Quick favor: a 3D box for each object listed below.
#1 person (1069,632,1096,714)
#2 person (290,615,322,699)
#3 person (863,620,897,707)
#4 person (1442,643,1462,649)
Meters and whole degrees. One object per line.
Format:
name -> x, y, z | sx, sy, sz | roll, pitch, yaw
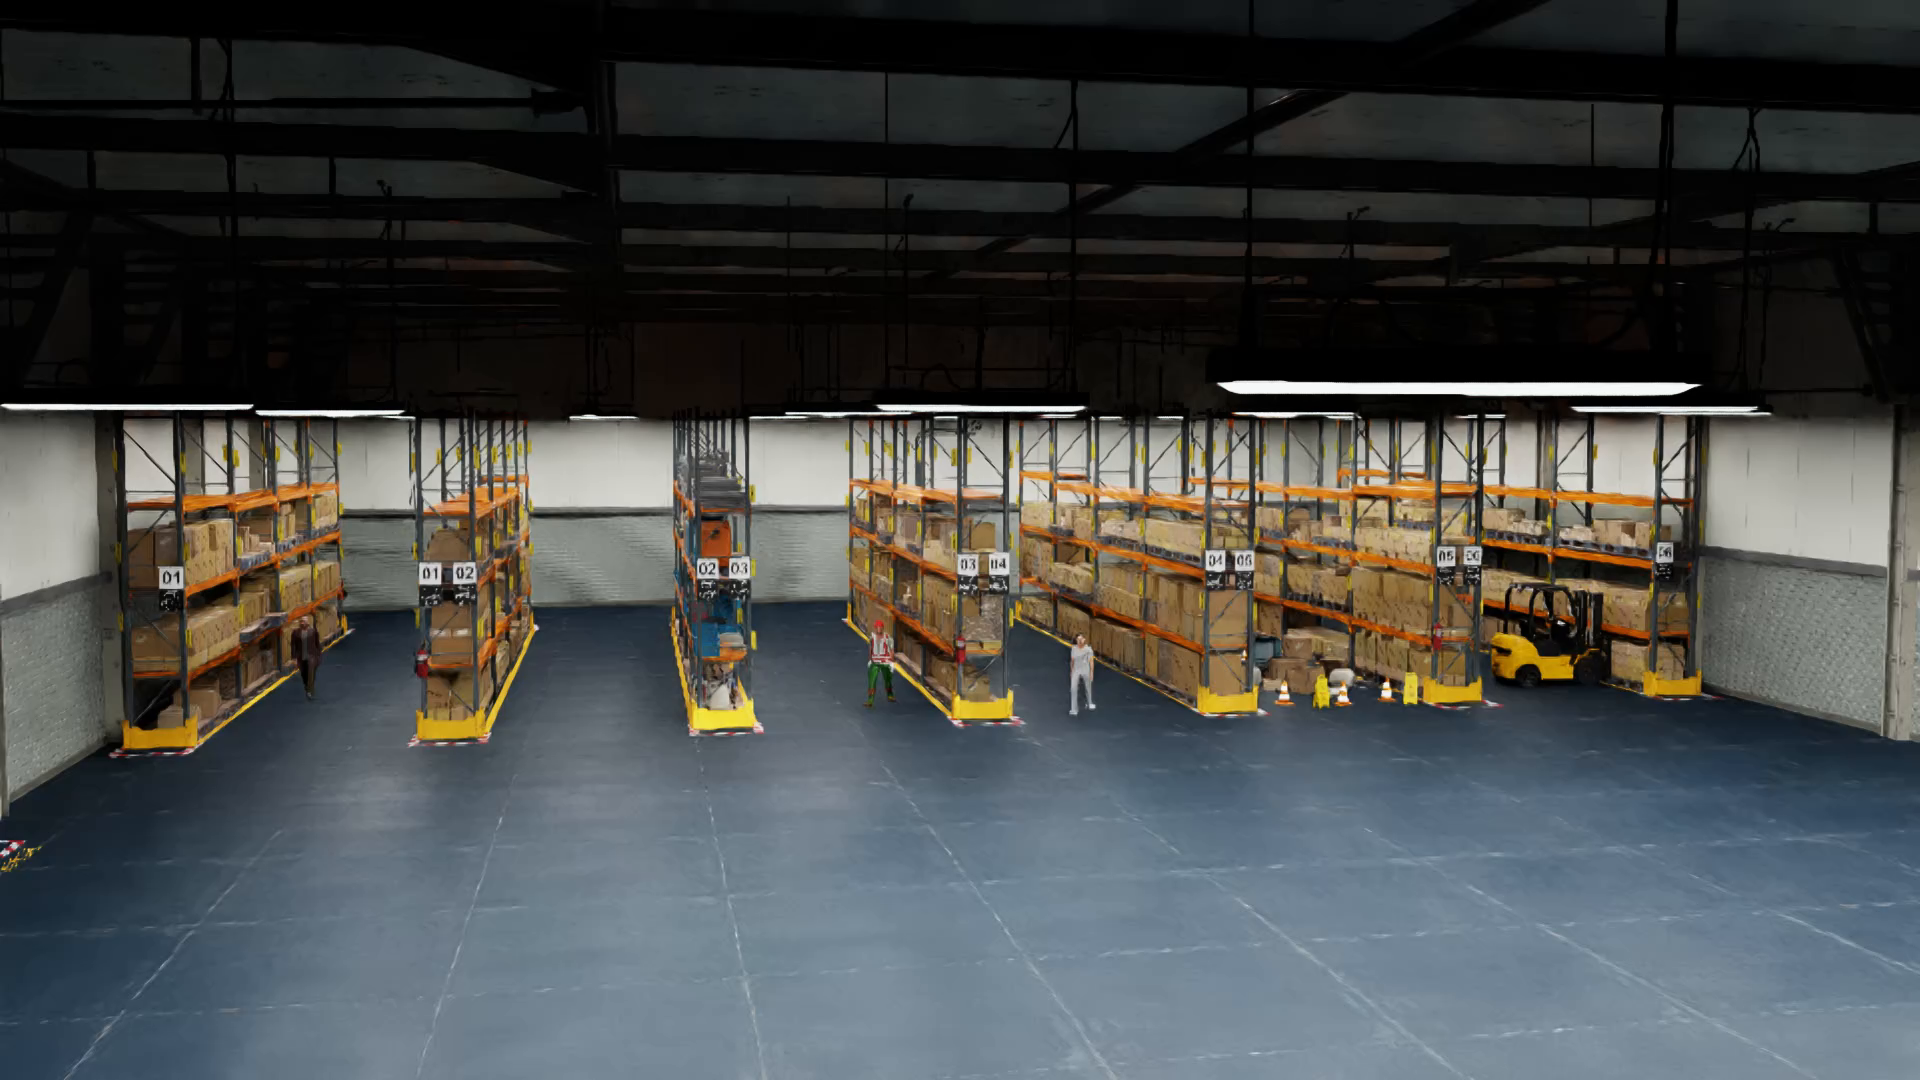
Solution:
person -> 2.404, 2.592, 32.698 | 0.494, 1.609, 0.954 | 1, 4, 10
person -> -13.579, 2.405, 34.466 | 0.574, 1.698, 1.193 | -1, 4, -9
person -> -1.610, 2.474, 33.625 | 0.595, 1.745, 0.983 | 1, 4, 12
person -> 11.031, 2.181, 37.556 | 0.468, 1.742, 0.586 | -3, 5, -36
